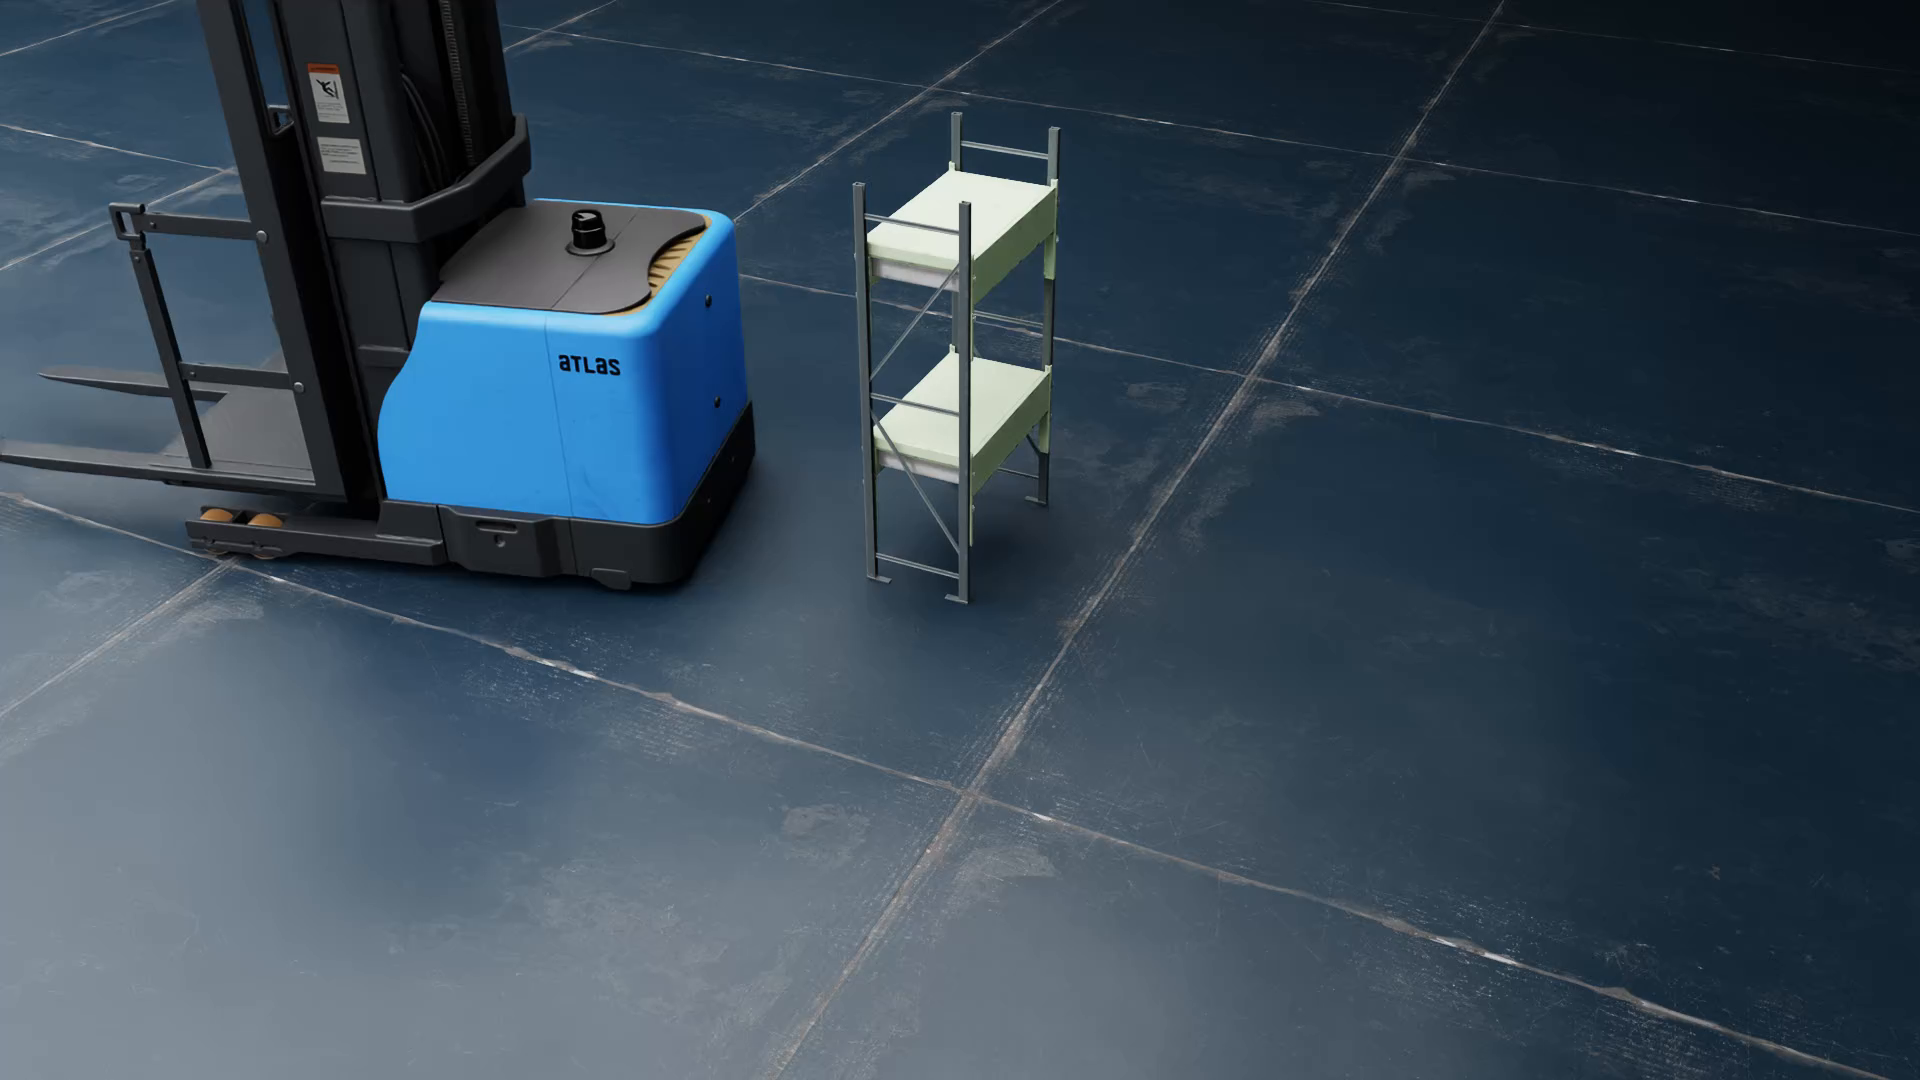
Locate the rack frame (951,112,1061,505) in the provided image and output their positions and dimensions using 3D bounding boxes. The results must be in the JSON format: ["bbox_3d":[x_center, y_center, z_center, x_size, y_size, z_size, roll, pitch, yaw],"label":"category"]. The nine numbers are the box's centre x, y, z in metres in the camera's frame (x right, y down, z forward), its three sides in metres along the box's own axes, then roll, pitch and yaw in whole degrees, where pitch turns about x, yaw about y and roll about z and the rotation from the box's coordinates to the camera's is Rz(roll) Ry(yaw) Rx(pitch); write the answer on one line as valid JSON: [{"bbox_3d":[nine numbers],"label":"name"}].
[{"bbox_3d":[0.156,-0.813,6.122,0.400,1.500,0.023,14,36,20],"label":"rack frame"}]

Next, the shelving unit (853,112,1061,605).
[{"bbox_3d":[0.003,-0.631,5.844,0.431,1.500,0.755,14,36,20],"label":"shelving unit"}]

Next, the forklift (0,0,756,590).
[{"bbox_3d":[-2.385,-1.431,5.760,3.031,2.935,1.130,6,34,9],"label":"forklift"}]

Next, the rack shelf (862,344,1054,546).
[{"bbox_3d":[0.003,-0.358,6.023,0.431,0.370,0.720,14,36,20],"label":"rack shelf"}]

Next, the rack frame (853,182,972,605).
[{"bbox_3d":[-0.150,-0.448,5.566,0.400,1.500,0.023,14,36,20],"label":"rack frame"}]

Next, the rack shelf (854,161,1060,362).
[{"bbox_3d":[0.003,-0.957,5.630,0.431,0.370,0.720,14,36,20],"label":"rack shelf"}]
